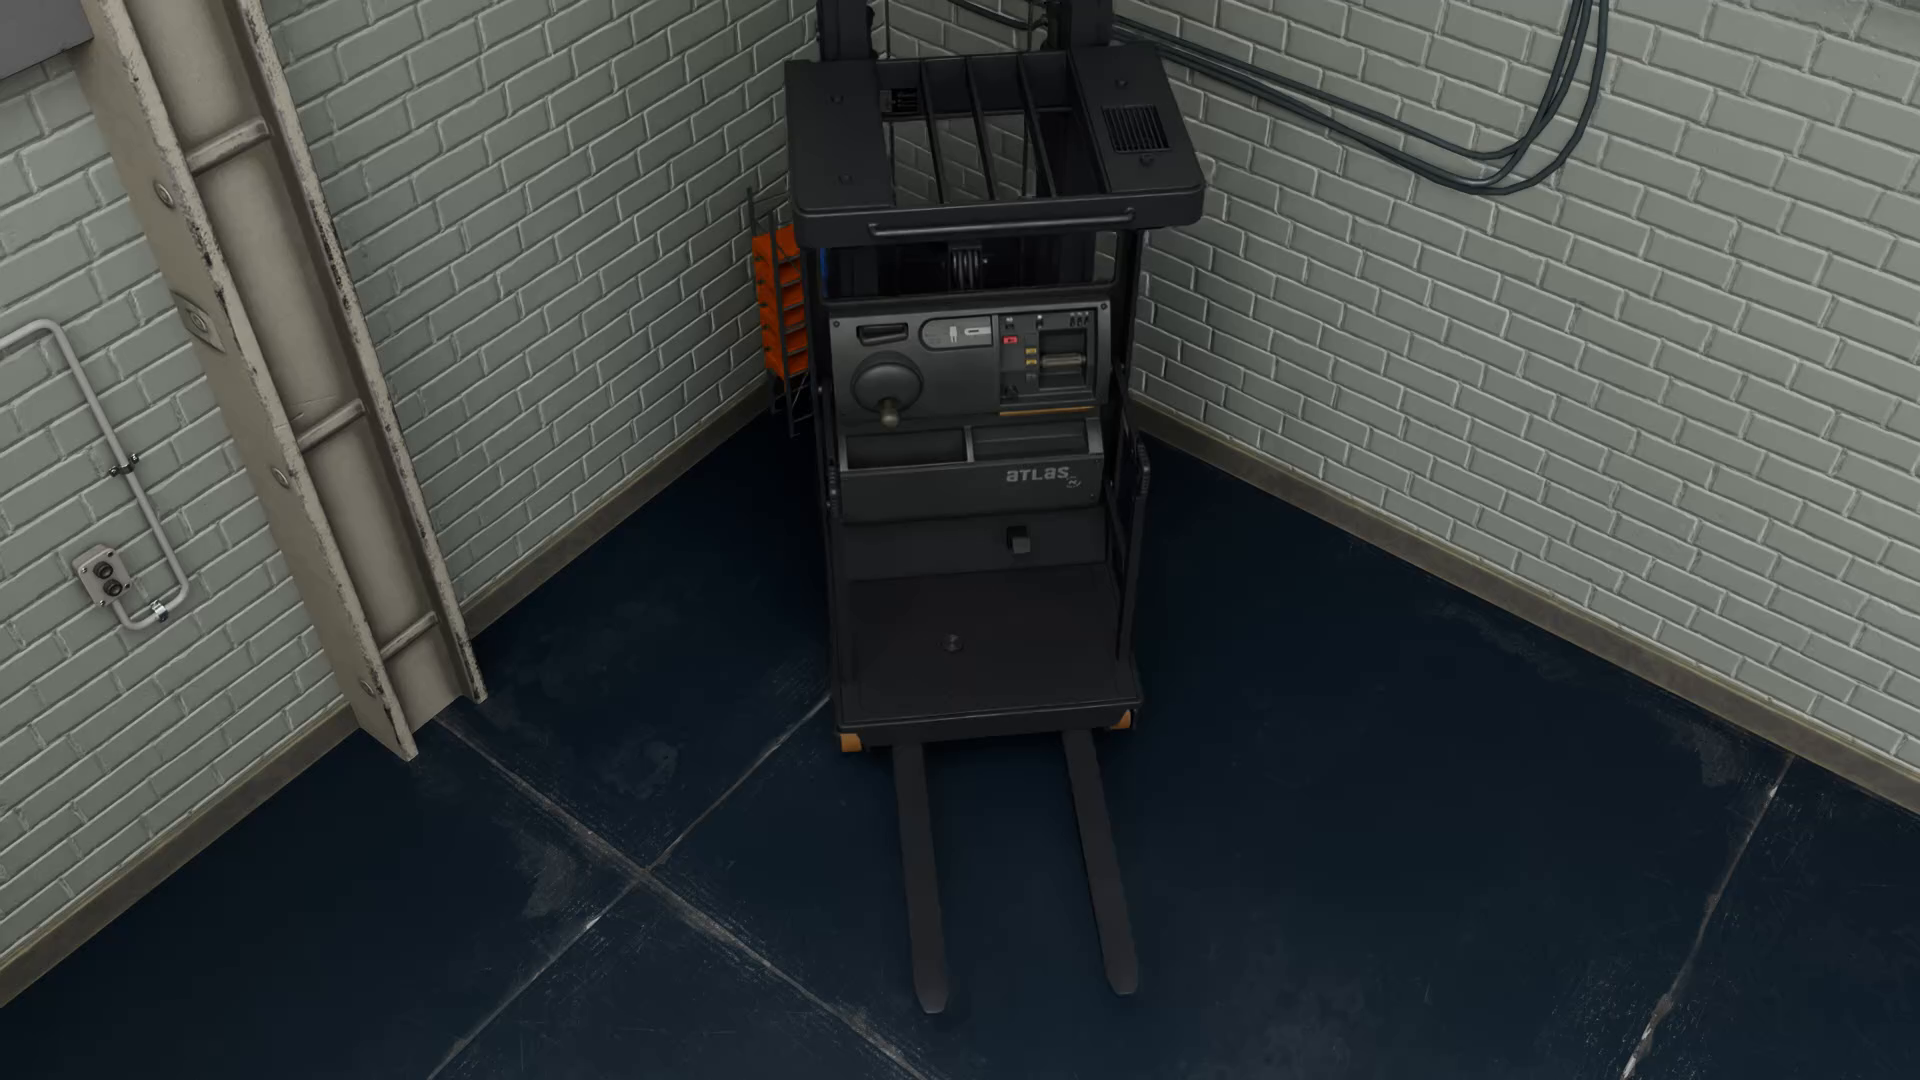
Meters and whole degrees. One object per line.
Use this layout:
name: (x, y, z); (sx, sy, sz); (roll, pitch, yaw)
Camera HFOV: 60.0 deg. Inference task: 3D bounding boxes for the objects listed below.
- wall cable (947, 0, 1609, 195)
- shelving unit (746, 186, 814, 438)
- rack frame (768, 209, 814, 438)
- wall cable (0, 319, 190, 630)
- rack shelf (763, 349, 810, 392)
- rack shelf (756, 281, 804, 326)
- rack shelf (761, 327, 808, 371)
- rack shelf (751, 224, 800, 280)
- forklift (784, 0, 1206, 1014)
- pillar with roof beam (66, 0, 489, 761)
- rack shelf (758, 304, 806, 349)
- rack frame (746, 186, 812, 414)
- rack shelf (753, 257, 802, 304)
wall cable: (0.736, -2.549, 5.273); (3.097, 2.526, 0.112); (29, 53, 25)
shelving unit: (-0.695, -0.970, 7.012); (0.258, 1.200, 0.189); (-24, 51, -22)
rack frame: (-0.646, -0.914, 6.958); (0.240, 1.200, 0.006); (-24, 51, -22)
wall cable: (-2.970, 0.028, 4.111); (0.084, 1.984, 1.851); (29, 53, 25)
rack shelf: (-0.695, -0.774, 7.217); (0.258, 0.103, 0.180); (-24, 51, -22)
rack shelf: (-0.695, -1.022, 6.957); (0.258, 0.103, 0.180); (-24, 51, -22)
rack shelf: (-0.695, -0.856, 7.130); (0.258, 0.103, 0.180); (-24, 51, -22)
rack shelf: (-0.695, -1.188, 6.783); (0.258, 0.103, 0.180); (-24, 51, -22)
forklift: (0.063, -0.493, 5.359); (1.130, 2.935, 3.031); (-4, 46, -4)
pillar with roof beam: (1.368, -0.567, 1.233); (9.100, 9.000, 0.400); (29, 53, 25)
rack shelf: (-0.695, -0.939, 7.044); (0.258, 0.103, 0.180); (-24, 51, -22)
rack frame: (-0.744, -1.026, 7.065); (0.240, 1.200, 0.006); (-24, 51, -22)
rack shelf: (-0.695, -1.105, 6.870); (0.258, 0.103, 0.180); (-24, 51, -22)
